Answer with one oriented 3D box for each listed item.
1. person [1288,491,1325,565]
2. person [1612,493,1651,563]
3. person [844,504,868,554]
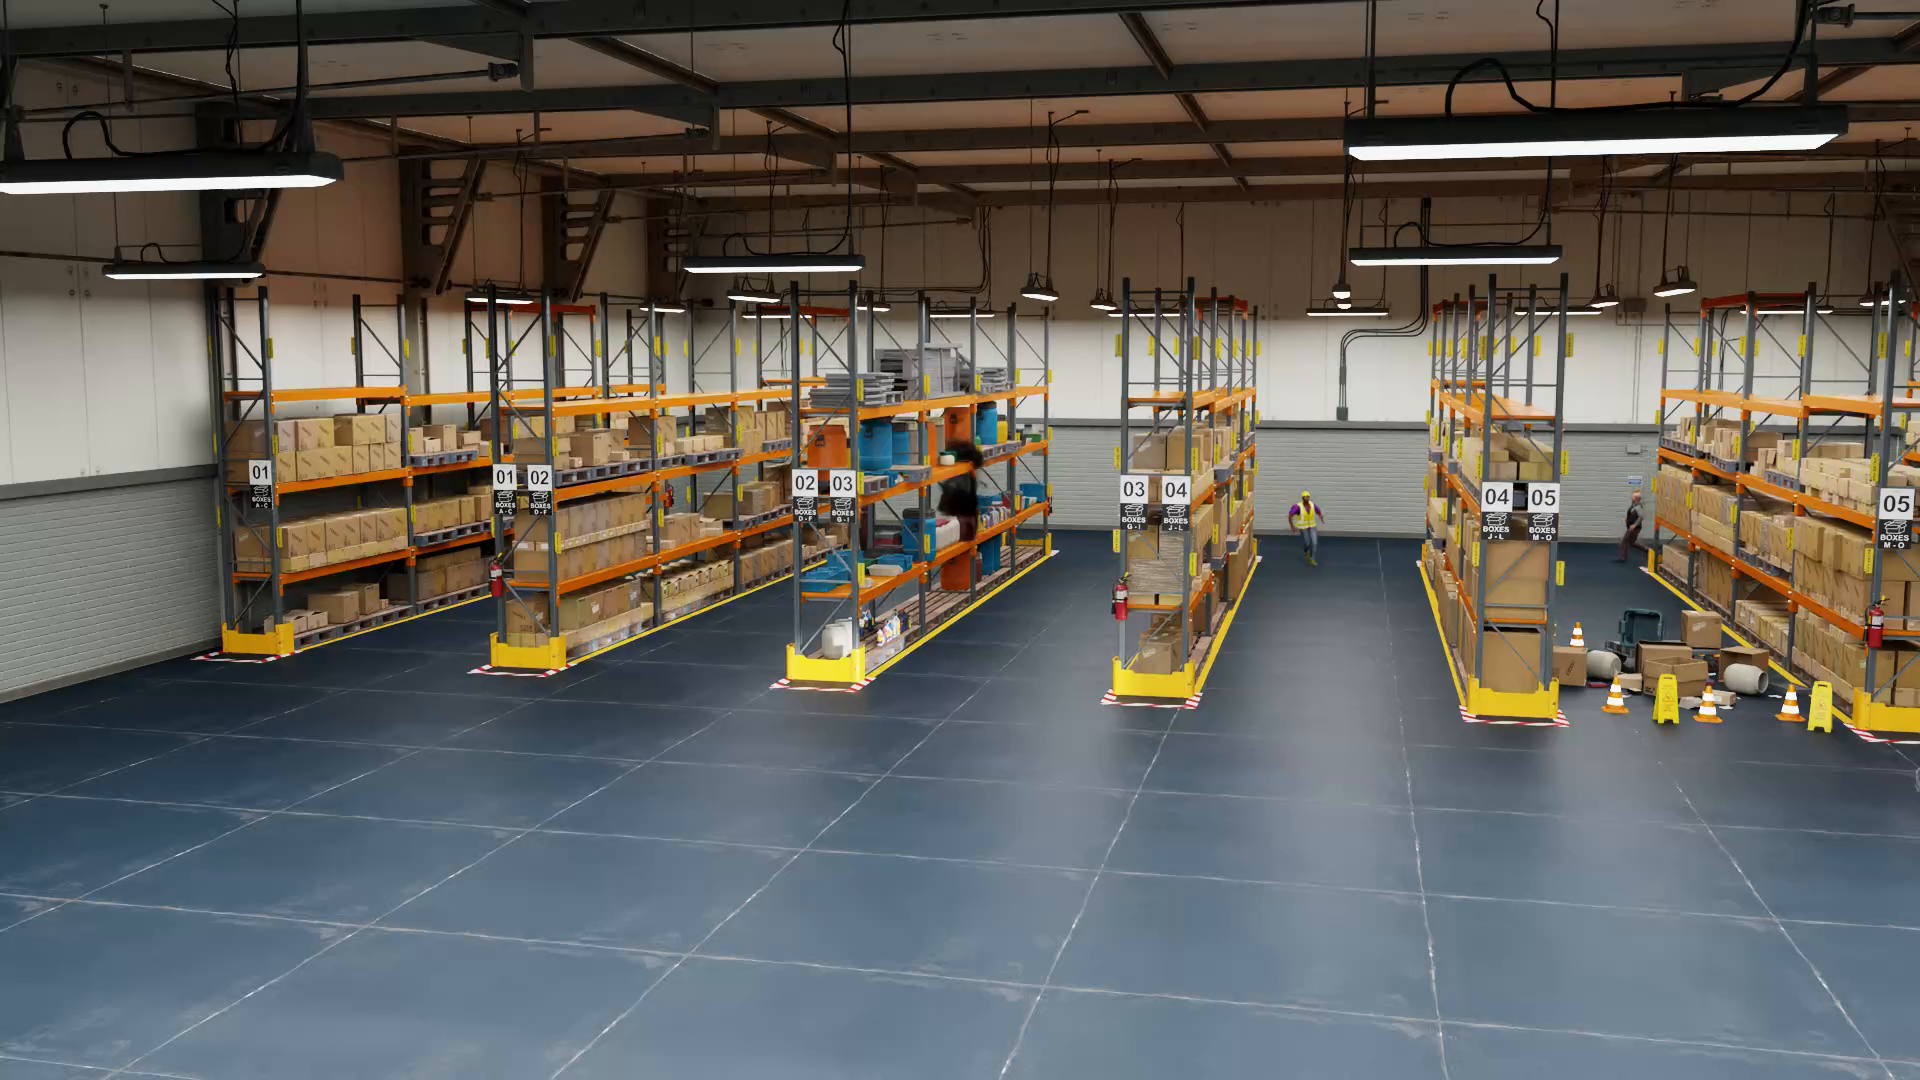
[{"bbox_3d":[8.057,-0.282,38.745,0.818,1.728,0.582,-1,7,-5],"label":"person"},{"bbox_3d":[15.675,-0.274,38.681,0.886,1.675,0.714,3,7,22],"label":"person"},{"bbox_3d":[-2.155,-0.237,35.380,0.677,1.858,0.856,0,7,2],"label":"person"}]
